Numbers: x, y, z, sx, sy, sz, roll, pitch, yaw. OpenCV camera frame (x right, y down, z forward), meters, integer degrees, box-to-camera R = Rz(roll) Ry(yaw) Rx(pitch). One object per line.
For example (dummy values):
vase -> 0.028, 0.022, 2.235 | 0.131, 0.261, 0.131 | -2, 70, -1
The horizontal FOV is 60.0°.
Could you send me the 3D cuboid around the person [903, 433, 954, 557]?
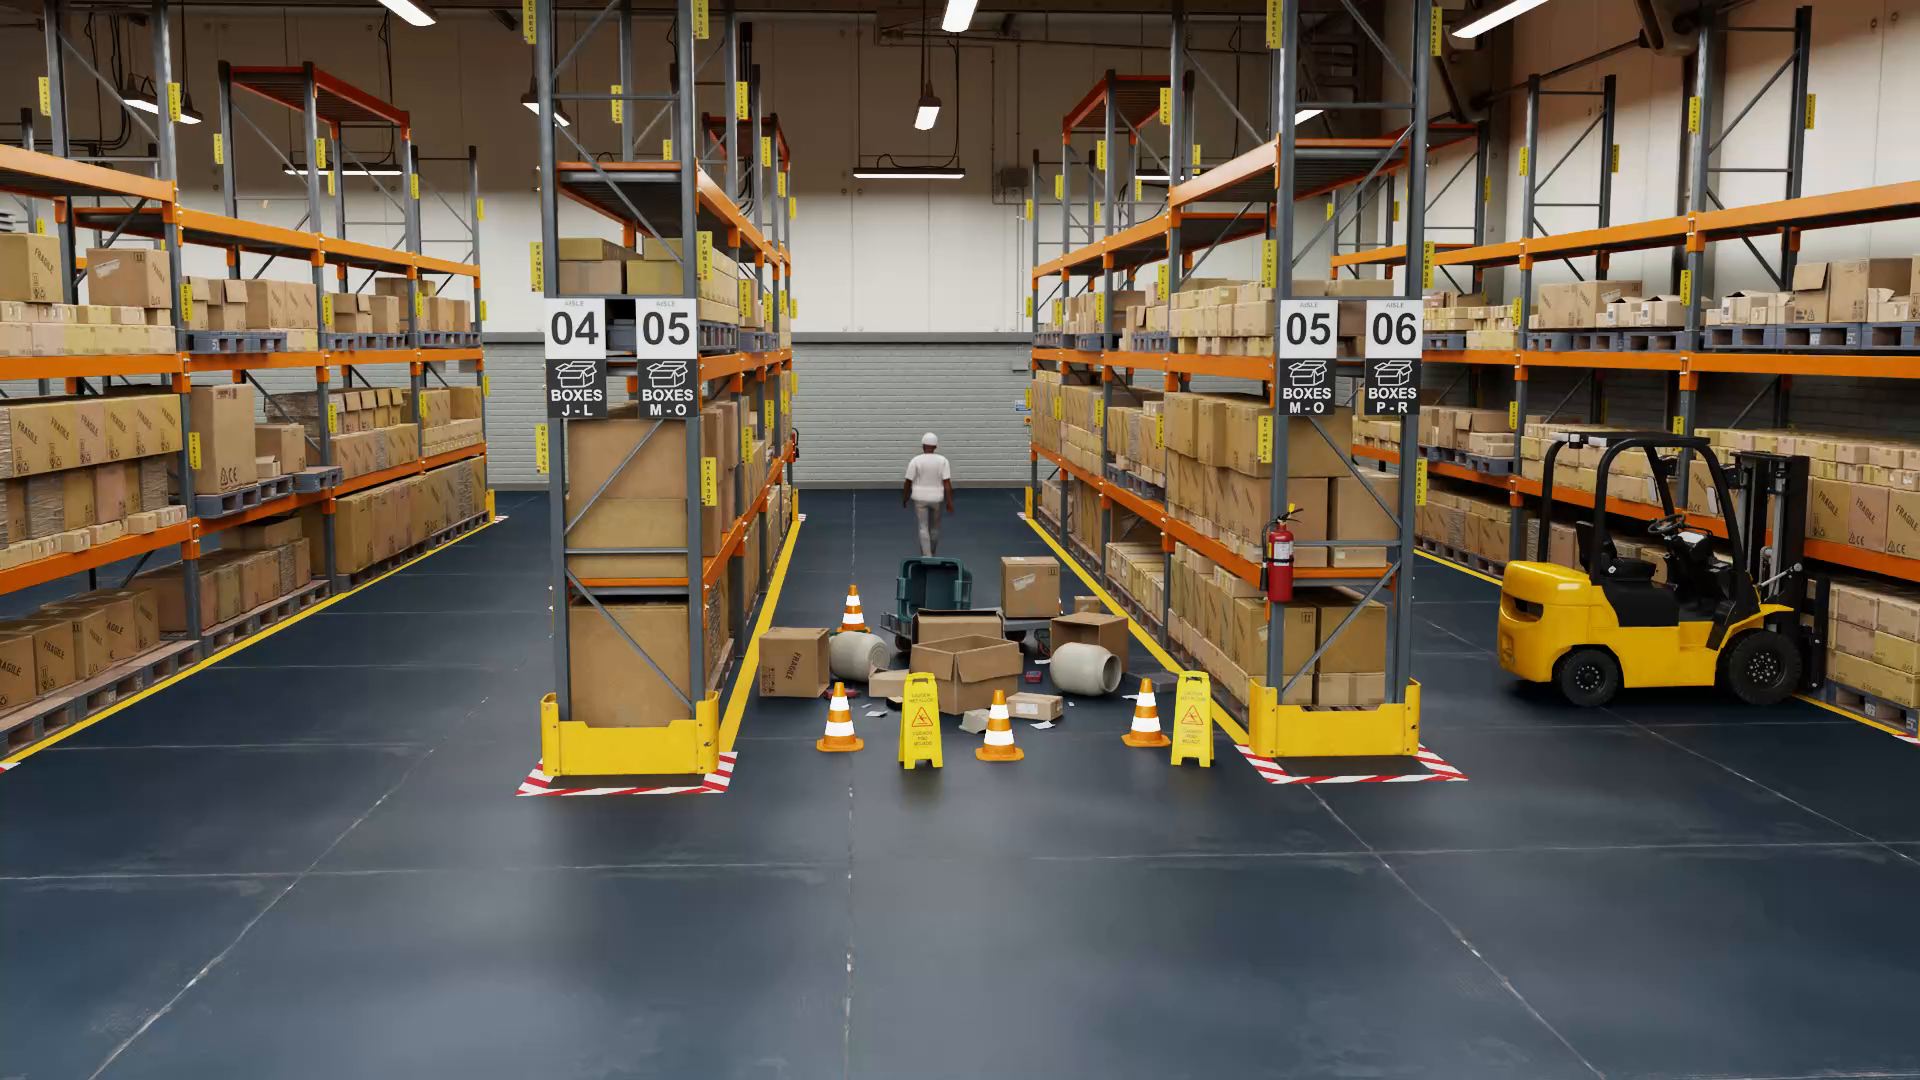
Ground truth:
person -> -0.439, -0.545, 21.610 | 0.612, 1.710, 0.989 | -2, 7, -13
